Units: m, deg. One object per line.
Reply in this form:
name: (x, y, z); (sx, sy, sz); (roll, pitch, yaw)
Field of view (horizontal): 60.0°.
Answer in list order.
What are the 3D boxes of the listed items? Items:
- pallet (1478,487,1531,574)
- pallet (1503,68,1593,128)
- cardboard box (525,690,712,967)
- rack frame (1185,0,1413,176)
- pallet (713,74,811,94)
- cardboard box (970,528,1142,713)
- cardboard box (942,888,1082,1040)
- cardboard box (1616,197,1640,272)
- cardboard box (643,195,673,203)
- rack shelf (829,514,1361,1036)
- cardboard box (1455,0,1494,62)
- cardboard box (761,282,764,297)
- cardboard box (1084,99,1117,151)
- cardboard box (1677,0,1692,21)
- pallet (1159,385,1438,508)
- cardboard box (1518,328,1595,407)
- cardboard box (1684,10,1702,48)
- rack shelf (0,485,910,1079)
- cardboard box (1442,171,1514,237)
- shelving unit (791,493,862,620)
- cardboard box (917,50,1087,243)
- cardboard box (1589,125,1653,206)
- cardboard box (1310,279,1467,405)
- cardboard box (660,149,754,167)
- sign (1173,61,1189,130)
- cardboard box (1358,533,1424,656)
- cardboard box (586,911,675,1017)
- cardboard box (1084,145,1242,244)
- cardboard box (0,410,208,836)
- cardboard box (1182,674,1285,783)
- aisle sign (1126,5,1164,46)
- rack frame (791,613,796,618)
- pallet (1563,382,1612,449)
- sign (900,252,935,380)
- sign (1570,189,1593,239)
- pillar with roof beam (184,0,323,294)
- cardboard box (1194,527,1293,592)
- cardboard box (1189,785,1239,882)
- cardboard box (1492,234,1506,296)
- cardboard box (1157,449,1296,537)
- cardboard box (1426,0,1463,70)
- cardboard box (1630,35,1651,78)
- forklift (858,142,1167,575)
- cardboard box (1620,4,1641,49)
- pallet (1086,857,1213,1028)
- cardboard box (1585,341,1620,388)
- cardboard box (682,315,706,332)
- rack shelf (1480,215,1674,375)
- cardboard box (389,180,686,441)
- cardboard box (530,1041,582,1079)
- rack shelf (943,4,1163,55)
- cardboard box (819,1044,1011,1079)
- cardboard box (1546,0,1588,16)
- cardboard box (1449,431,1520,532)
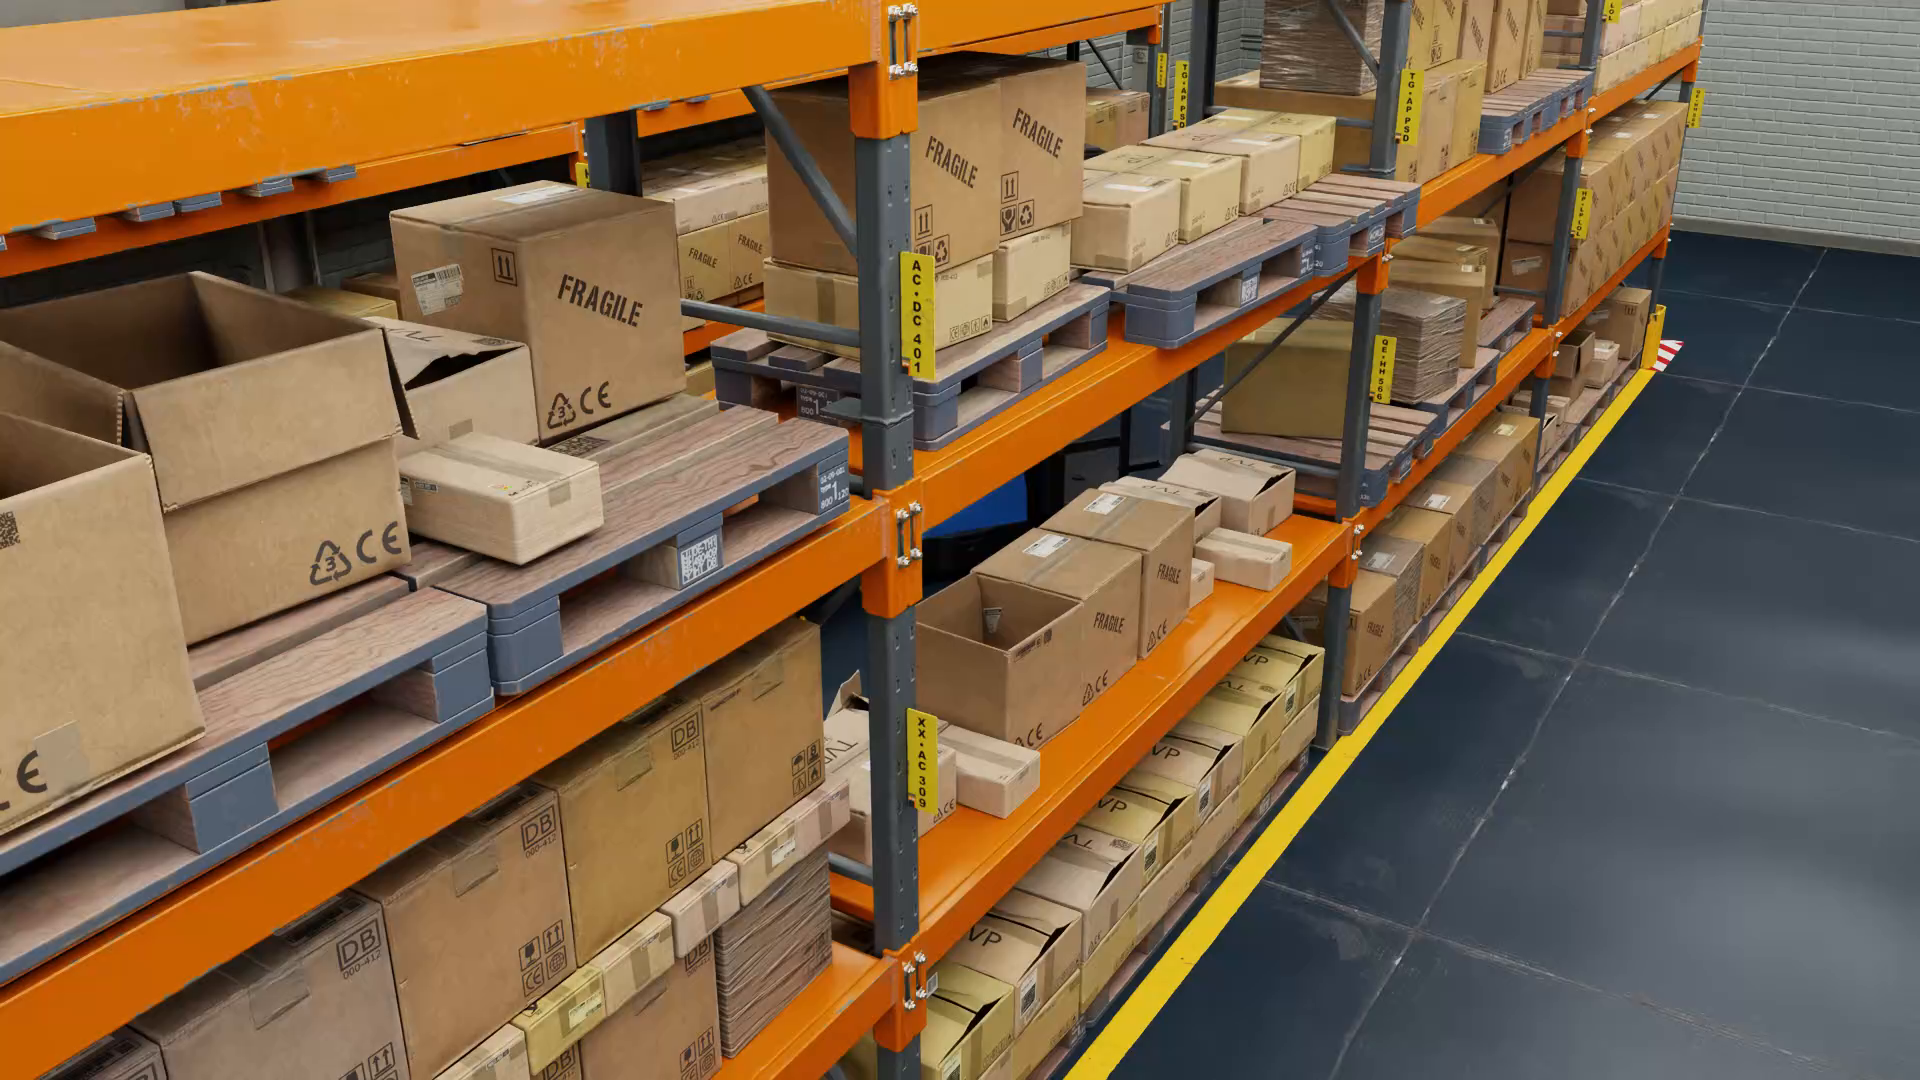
pallet: (3.243, -0.179, 11.397); (1.003, 0.211, 1.213); (14, 27, 29)
pallet: (3.236, -2.826, 10.462); (1.213, 0.211, 1.003); (14, 27, 29)
cardboard box: (-1.075, 0.640, 4.237); (0.700, 0.500, 0.500); (14, 27, 29)
rack frame: (1.529, -3.144, 7.185); (1.000, 3.000, 0.127); (14, 27, 29)
pallet: (-1.799, -3.324, 11.614); (1.003, 0.211, 1.213); (15, 28, 31)
cardboard box: (0.381, 0.311, 6.630); (0.500, 0.500, 0.500); (14, 27, 29)
cardboard box: (0.118, 1.516, 6.199); (0.500, 0.311, 0.500); (14, 27, 28)
cardboard box: (4.940, -2.415, 12.928); (0.500, 0.500, 0.500); (13, 27, 28)
cardboard box: (-2.207, -2.072, 10.791); (0.500, 0.250, 0.500); (15, 27, 30)
rack shelf: (0.475, 0.614, 6.960); (1.077, 0.370, 4.000); (14, 27, 29)
cardboard box: (2.610, -2.796, 9.378); (0.600, 0.600, 0.600); (13, 26, 27)
cardboard box: (-1.511, -1.904, 12.163); (0.380, 0.149, 0.250); (14, 27, 29)
cardboard box: (0.904, -3.843, 15.974); (0.980, 0.700, 0.700); (14, 27, 29)
cardboard box: (5.432, -4.232, 13.034); (0.500, 0.250, 0.500); (14, 27, 29)
pallet: (1.827, -0.546, 8.977); (1.213, 0.211, 1.003); (14, 27, 29)
cardboard box: (4.626, -1.432, 13.371); (0.797, 0.503, 0.637); (14, 27, 29)
cardboard box: (5.702, -4.170, 13.520); (0.500, 0.250, 0.500); (14, 27, 29)
rack shelf: (-1.635, 0.588, 3.246); (1.077, 0.370, 4.000); (14, 27, 29)
cardboard box: (3.686, -2.470, 11.796); (0.500, 0.500, 0.500); (14, 27, 29)
shelving unit: (-1.027, -0.226, 9.884); (0.587, 1.500, 1.083); (7, 24, 16)
cardboard box: (0.059, -1.282, 5.377); (0.500, 0.500, 0.500); (17, 29, 34)
cardboard box: (4.942, -2.868, 12.714); (0.500, 0.500, 0.500); (15, 27, 31)
cardboard box: (2.411, -1.134, 9.440); (0.700, 0.500, 0.500); (20, 31, 39)
cardboard box: (-1.844, -2.689, 12.217); (0.500, 0.250, 0.500); (13, 27, 28)
sign: (1.070, -2.119, 7.942); (0.100, 0.325, 0.005); (14, 27, 29)
cardboard box: (2.284, 0.283, 9.413); (0.500, 0.500, 0.500); (13, 27, 27)
cardboard box: (-0.948, 1.013, 4.191); (0.380, 0.149, 0.250); (14, 27, 29)
cardboard box: (0.765, -1.355, 6.488); (0.500, 0.250, 0.500); (13, 27, 28)
cardboard box: (-1.582, 0.127, 2.575); (0.500, 0.500, 0.500); (14, 27, 29)
cardboard box: (1.194, 0.826, 7.792); (0.500, 0.311, 0.500); (13, 27, 28)
aisle sign: (1.832, -5.282, 16.403); (0.394, 0.787, 0.004); (14, 27, 29)
rack frame: (-1.187, -0.030, 9.432); (0.500, 1.500, 0.032); (7, 24, 16)
pallet: (4.645, -1.106, 13.539); (1.003, 0.211, 1.213); (14, 27, 29)
sign: (-0.108, -0.575, 4.276); (0.100, 0.325, 0.005); (14, 27, 29)
sign: (4.113, -2.157, 10.999); (0.100, 0.325, 0.005); (14, 27, 29)
pillar with roof beam: (-0.444, -3.021, 6.901); (9.100, 9.000, 0.400); (14, 27, 29)
cardboard box: (1.290, 0.086, 7.592); (0.380, 0.149, 0.250); (14, 27, 29)
cardboard box: (0.922, 1.251, 7.517); (0.500, 0.250, 0.500); (15, 27, 30)
cardboard box: (3.685, -2.009, 11.989); (0.500, 0.500, 0.500); (14, 27, 30)
cardboard box: (1.301, -0.236, 8.132); (0.500, 0.311, 0.500); (16, 28, 32)
cardboard box: (2.303, -2.762, 8.695); (0.500, 0.500, 0.500); (14, 27, 29)
cardboard box: (4.638, -3.497, 11.966); (0.500, 0.250, 0.500); (14, 27, 29)
forklift: (0.635, -1.446, 10.901); (3.031, 2.935, 1.130); (-10, 25, -22)
cardboard box: (4.369, -3.559, 11.479); (0.500, 0.250, 0.500); (14, 27, 29)
pallet: (0.418, 1.569, 7.360); (1.003, 0.211, 1.213); (14, 27, 29)
cardboard box: (5.145, -1.481, 13.803); (0.500, 0.250, 0.500); (14, 27, 29)
cardboard box: (-1.958, -1.539, 11.321); (0.380, 0.149, 0.250); (15, 27, 31)
rack shelf: (4.694, -2.086, 13.197); (1.077, 0.370, 4.000); (14, 27, 29)
cardboard box: (-1.070, -0.605, 4.266); (0.500, 0.500, 0.500); (16, 28, 33)
cardboard box: (-1.350, 1.412, 4.086); (0.700, 0.500, 0.500); (14, 27, 30)
rack shelf: (0.484, -4.499, 14.997); (1.077, 0.370, 4.000); (14, 27, 29)
cardboard box: (-0.157, 1.944, 5.916); (0.500, 0.250, 0.500); (13, 27, 28)
cardboard box: (3.864, -3.794, 11.078); (0.700, 0.500, 0.500); (14, 27, 29)
cardboard box: (3.355, -0.404, 11.000); (0.500, 0.500, 0.500); (14, 27, 29)
